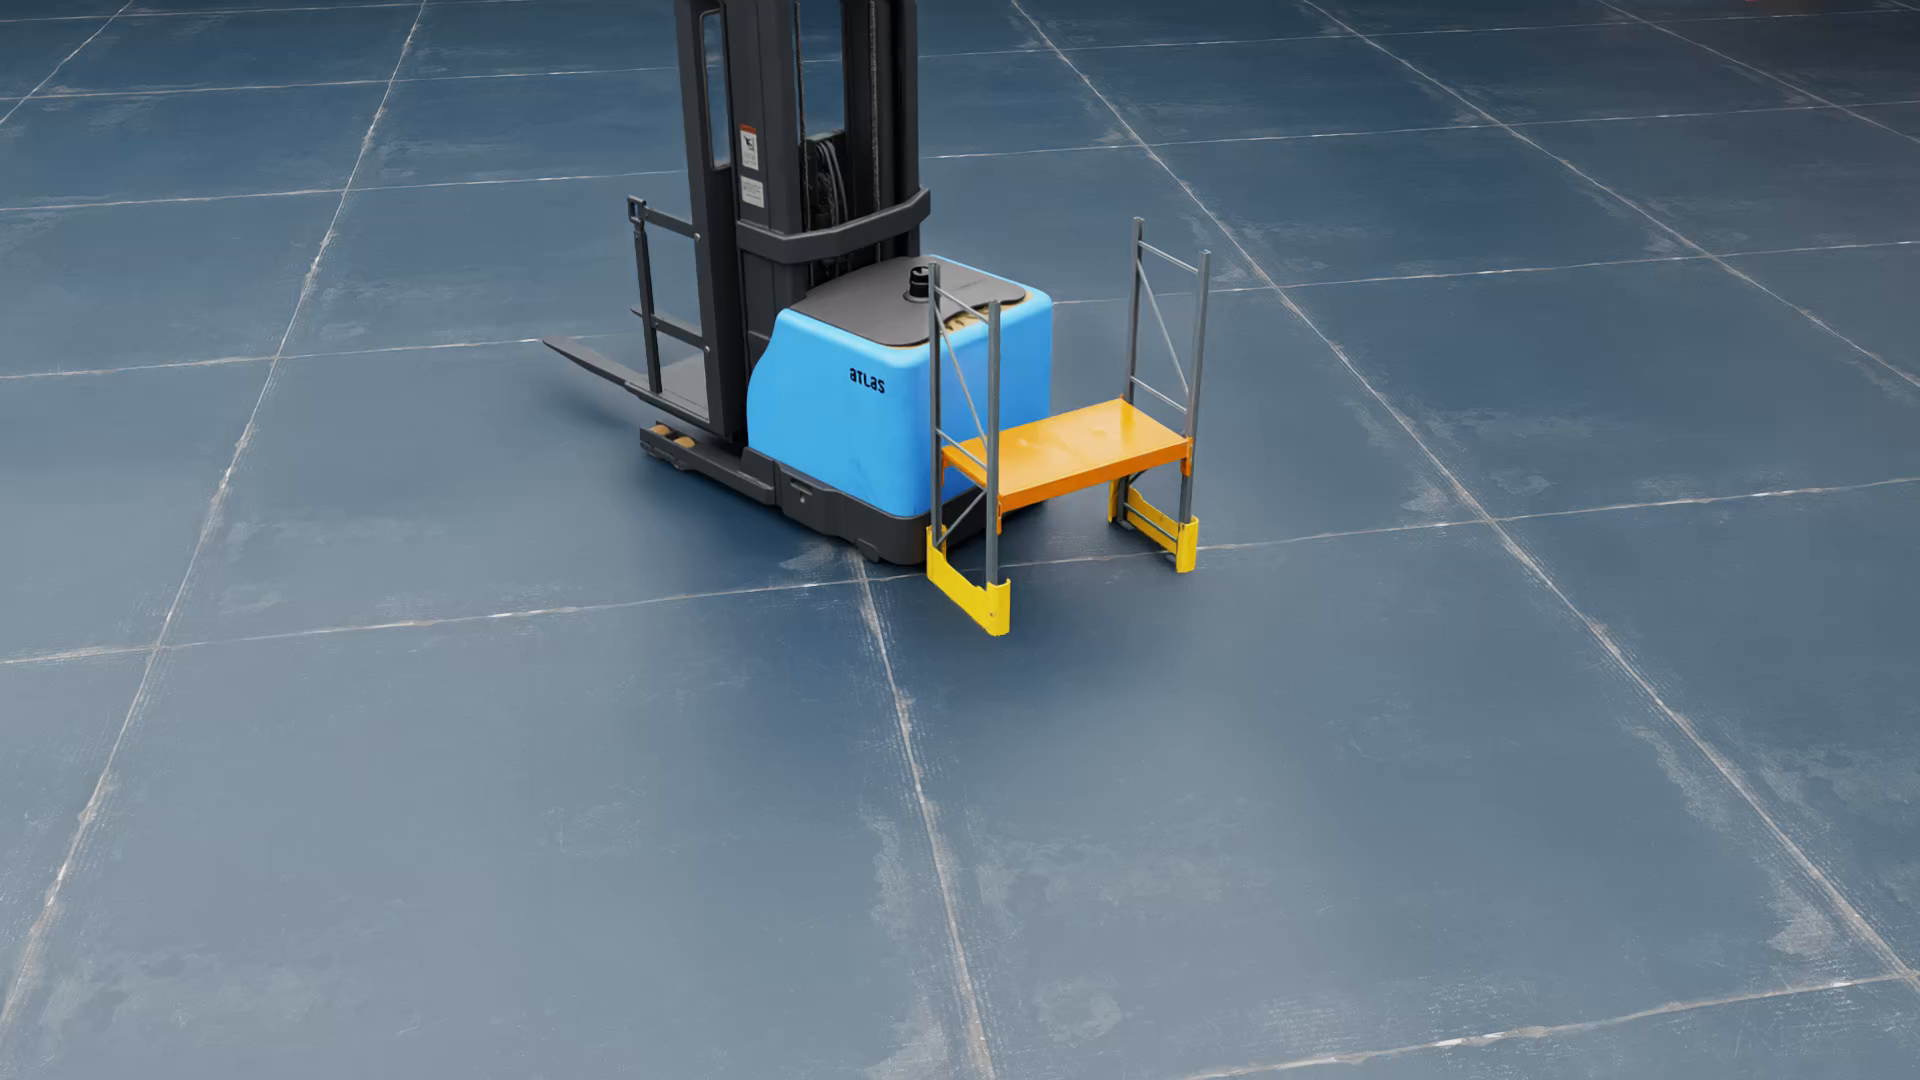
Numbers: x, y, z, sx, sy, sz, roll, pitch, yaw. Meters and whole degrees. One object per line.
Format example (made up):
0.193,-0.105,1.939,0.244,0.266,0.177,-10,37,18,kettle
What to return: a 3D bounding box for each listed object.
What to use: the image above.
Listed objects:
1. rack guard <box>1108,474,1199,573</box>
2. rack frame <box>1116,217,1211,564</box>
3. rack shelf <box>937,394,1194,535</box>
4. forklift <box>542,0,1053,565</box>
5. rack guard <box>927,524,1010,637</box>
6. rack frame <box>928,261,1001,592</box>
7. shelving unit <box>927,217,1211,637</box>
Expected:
0.884,-0.093,7.661,0.087,0.250,0.587,-17,34,-26,rack guard
0.885,-0.632,7.345,0.032,1.500,0.500,-17,34,-26,rack frame
0.450,-0.343,7.209,1.000,0.185,0.538,-17,34,-26,rack shelf
-0.984,-1.785,7.894,3.031,2.935,1.130,25,39,36,forklift
0.031,0.169,7.217,0.087,0.250,0.587,-17,34,-26,rack guard
0.015,-0.365,6.891,0.032,1.500,0.500,-17,34,-26,rack frame
0.457,-0.501,7.122,1.083,1.500,0.587,-17,34,-26,shelving unit
